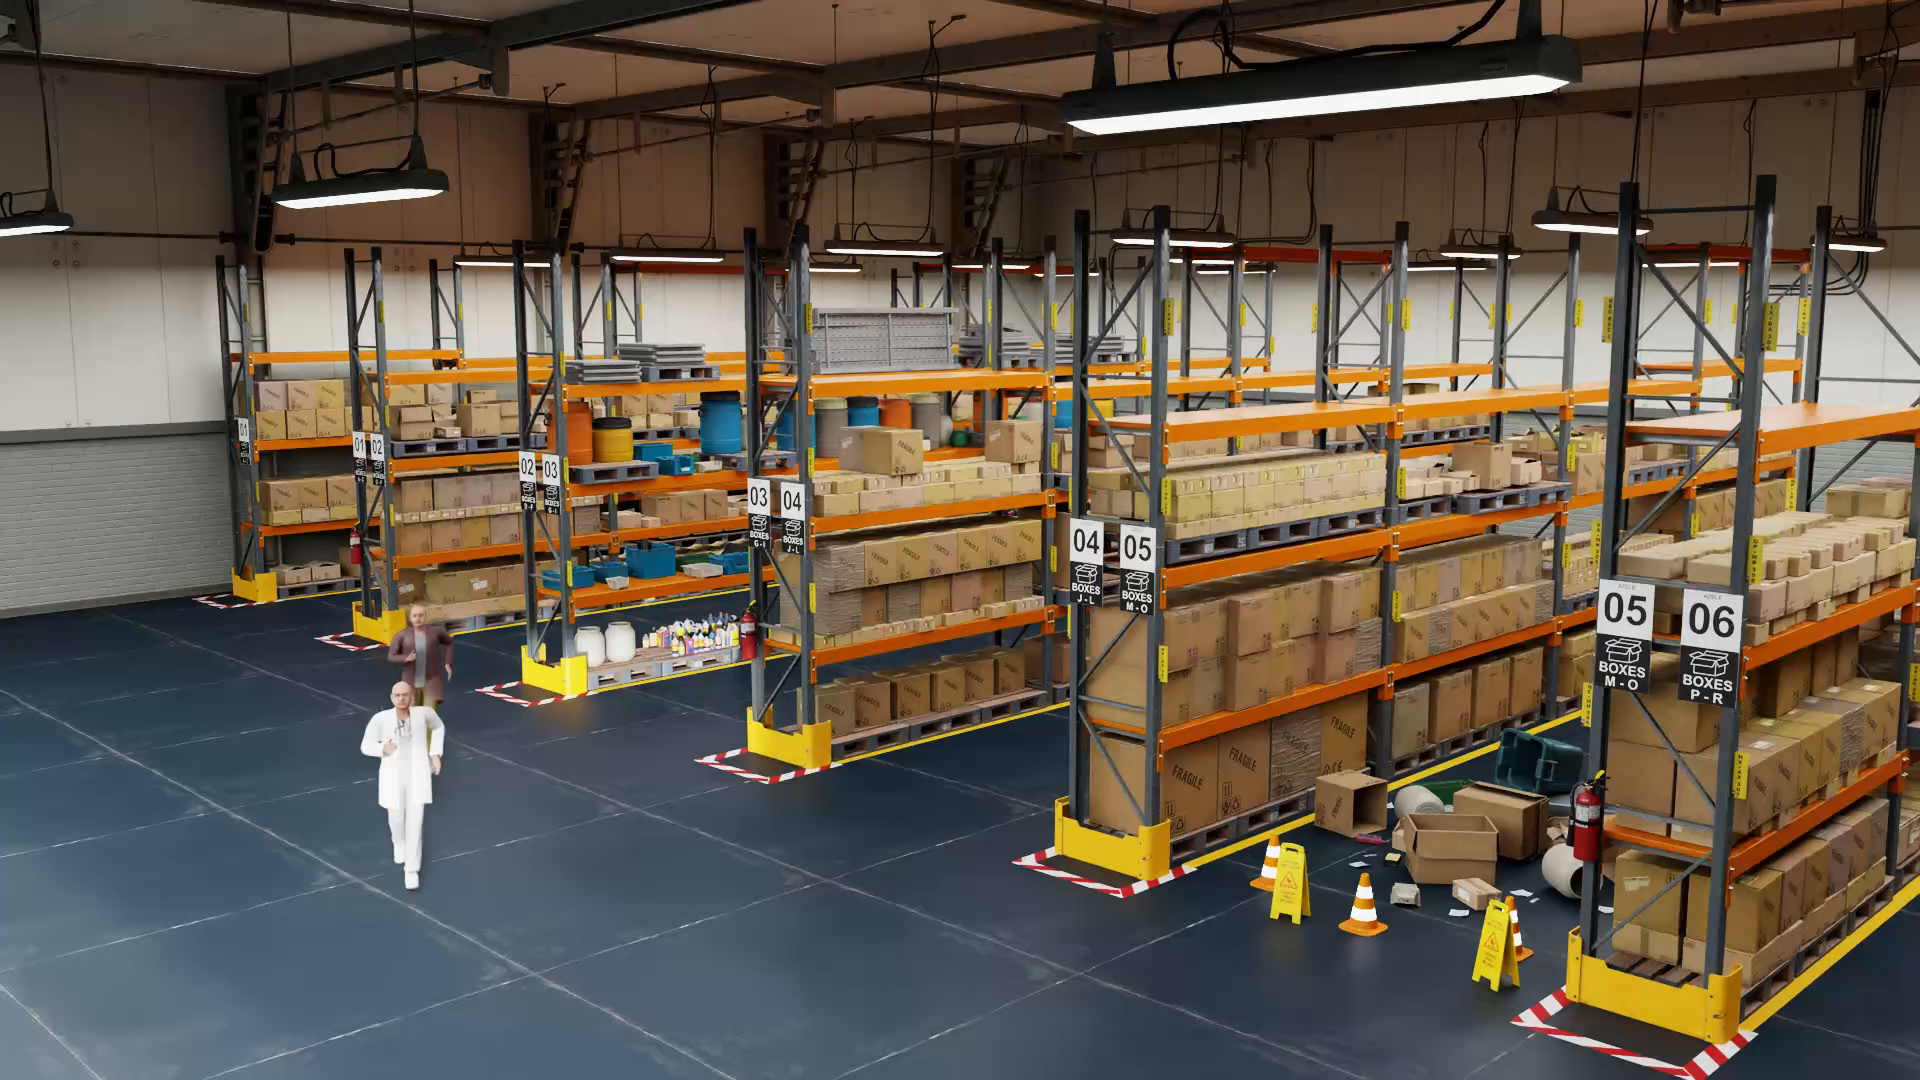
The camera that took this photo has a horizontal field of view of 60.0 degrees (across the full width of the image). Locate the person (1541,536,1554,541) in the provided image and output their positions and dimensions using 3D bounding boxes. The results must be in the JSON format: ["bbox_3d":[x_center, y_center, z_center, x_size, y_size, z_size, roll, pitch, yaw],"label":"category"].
[{"bbox_3d":[8.847,0.771,25.208,0.610,1.687,0.719,8,11,43],"label":"person"}]

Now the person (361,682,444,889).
[{"bbox_3d":[-4.987,2.136,14.937,0.711,1.758,1.055,-3,8,-17],"label":"person"}]

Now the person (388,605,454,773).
[{"bbox_3d":[-6.051,1.628,18.703,0.687,1.815,0.974,-2,8,-11],"label":"person"}]
